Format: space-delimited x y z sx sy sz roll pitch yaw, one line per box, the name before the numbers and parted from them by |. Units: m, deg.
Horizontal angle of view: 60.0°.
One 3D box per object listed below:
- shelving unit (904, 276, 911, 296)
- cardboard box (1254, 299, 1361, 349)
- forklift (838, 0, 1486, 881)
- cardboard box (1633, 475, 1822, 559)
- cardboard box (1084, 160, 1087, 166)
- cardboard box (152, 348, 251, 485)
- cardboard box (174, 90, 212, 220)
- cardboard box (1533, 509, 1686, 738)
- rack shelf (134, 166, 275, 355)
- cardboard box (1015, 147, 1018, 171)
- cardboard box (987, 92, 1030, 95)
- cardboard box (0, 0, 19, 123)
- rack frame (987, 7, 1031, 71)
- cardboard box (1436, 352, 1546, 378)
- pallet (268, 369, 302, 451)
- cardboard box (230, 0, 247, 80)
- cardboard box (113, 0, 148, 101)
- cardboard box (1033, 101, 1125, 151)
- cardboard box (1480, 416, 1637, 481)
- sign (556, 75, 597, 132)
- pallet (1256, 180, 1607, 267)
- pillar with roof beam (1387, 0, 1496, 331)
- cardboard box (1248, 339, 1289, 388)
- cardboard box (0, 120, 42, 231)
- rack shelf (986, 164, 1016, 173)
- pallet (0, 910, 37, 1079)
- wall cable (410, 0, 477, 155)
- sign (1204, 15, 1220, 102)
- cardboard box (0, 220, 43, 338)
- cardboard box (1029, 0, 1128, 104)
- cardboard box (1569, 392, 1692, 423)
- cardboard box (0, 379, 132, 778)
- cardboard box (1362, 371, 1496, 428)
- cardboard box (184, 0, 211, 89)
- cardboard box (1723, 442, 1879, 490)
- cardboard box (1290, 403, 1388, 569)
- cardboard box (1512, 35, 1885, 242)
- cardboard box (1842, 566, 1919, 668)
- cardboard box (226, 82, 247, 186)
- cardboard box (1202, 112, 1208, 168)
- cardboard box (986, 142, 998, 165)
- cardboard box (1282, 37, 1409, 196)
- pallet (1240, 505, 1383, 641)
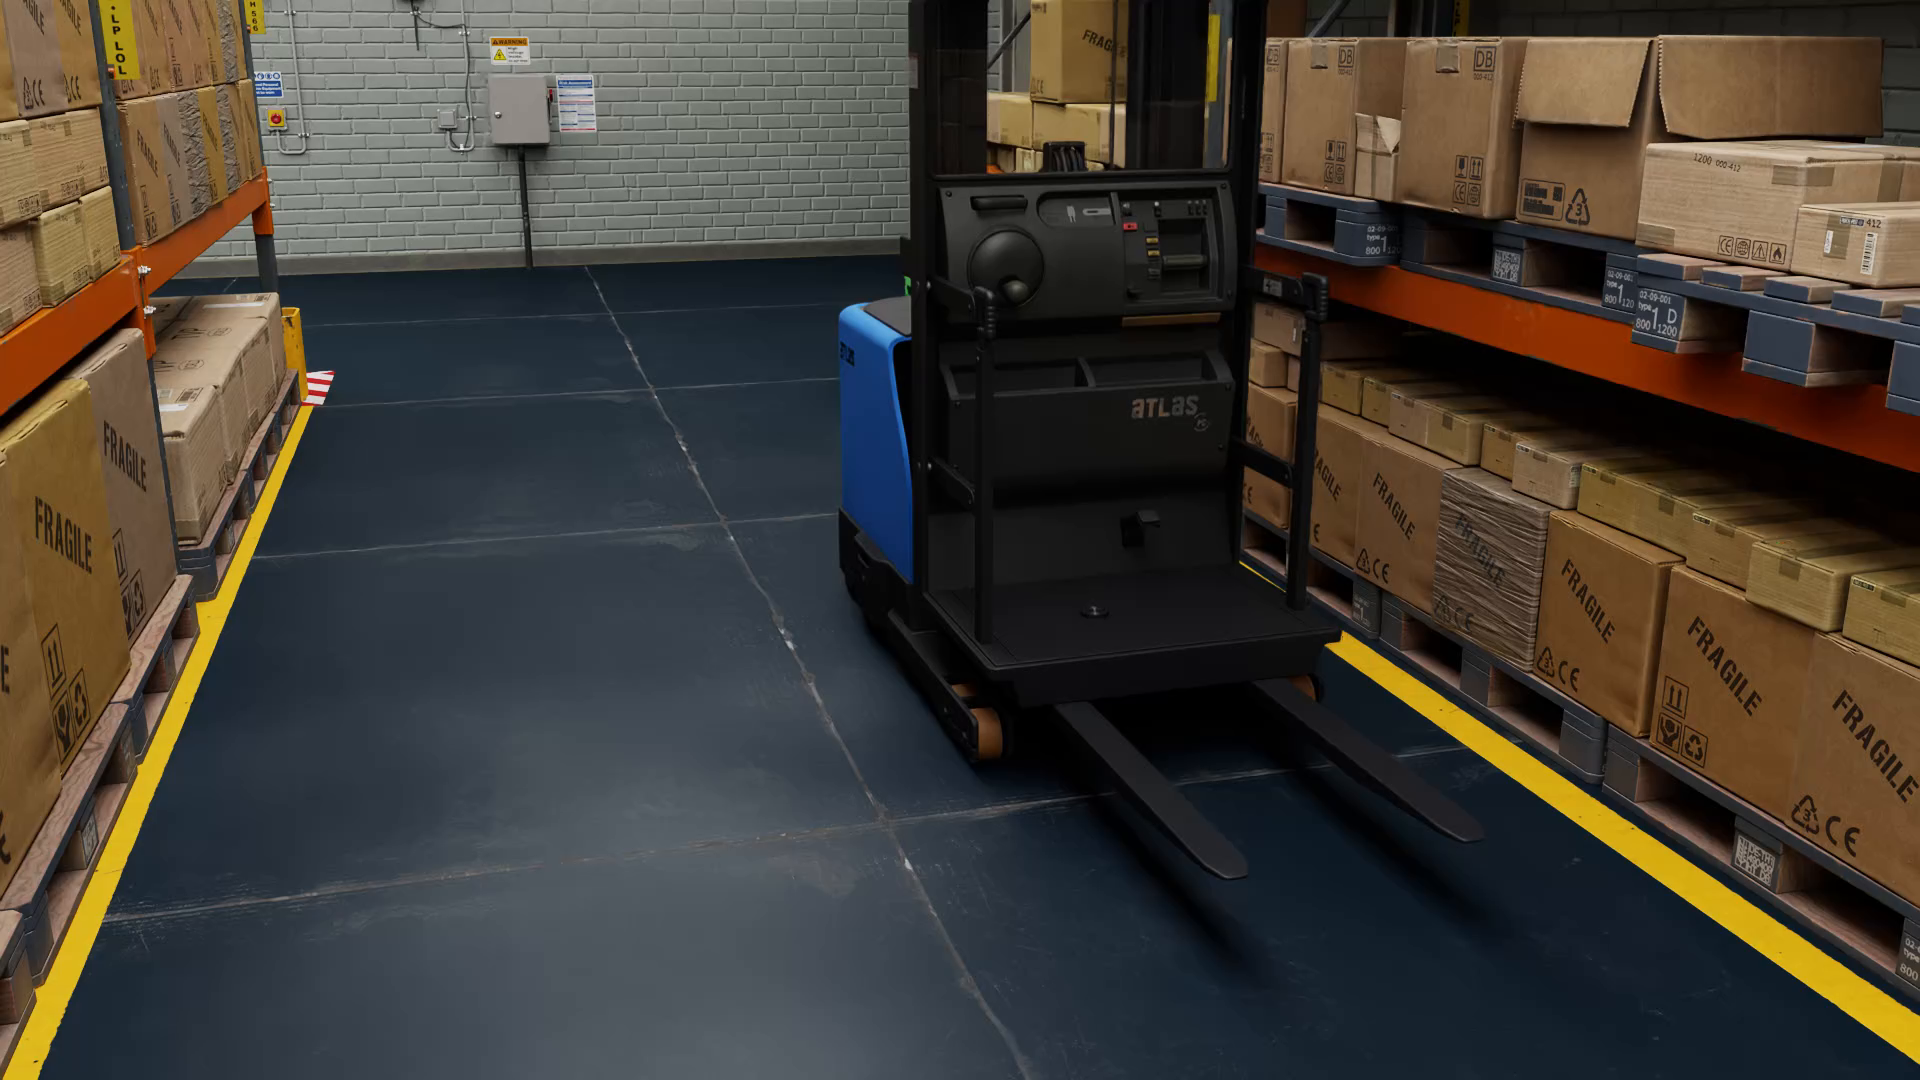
shelving unit | -0.046 -0.620 6.932 0.258 1.200 0.503 -5 17 -15
cardboard box | 1.387 -0.853 6.548 0.380 0.149 0.250 -5 17 -16
forklift | 0.460 -0.884 4.802 1.130 2.935 3.031 -5 17 -16
cardboard box | 2.043 -0.062 4.433 0.380 0.149 0.250 -4 17 -14
cardboard box | 0.749 -1.888 8.458 0.380 0.149 0.250 -5 17 -15
cardboard box | -3.601 -0.522 7.199 0.875 0.438 0.875 -5 17 -17
cardboard box | -3.427 -1.594 6.870 0.500 0.500 0.500 -5 17 -15
cardboard box | 1.989 0.207 4.663 0.500 0.500 0.500 -4 17 -13
rack shelf | -3.835 -1.327 7.405 1.077 0.370 4.000 -5 17 -15
cardboard box | 0.522 -2.100 9.167 0.380 0.149 0.250 -4 17 -14
cardboard box | 0.253 -2.542 9.943 0.500 0.250 0.500 -5 17 -15
cardboard box | -2.651 -1.257 4.010 0.500 0.500 0.500 -4 17 -14
rack frame | 0.387 -2.618 10.453 1.000 3.000 0.127 -5 17 -15
cardboard box | 2.017 -0.608 6.250 0.380 0.149 0.250 -5 17 -15
pallet | -4.090 -0.674 8.829 1.003 0.211 1.213 -5 17 -15
cardboard box | -4.023 -2.637 8.604 0.500 0.500 0.500 -4 17 -13
cardboard box | -3.183 -1.796 5.804 0.500 0.500 0.500 -5 17 -15
cardboard box | 0.695 -2.122 8.548 0.500 0.250 0.500 -5 17 -17
cardboard box | 1.850 -0.277 5.148 0.380 0.149 0.250 -5 17 -15
sign | -3.479 -3.959 15.082 0.329 0.494 0.001 -5 17 -15
pallet | 1.601 -1.190 6.033 1.003 0.211 1.213 -5 17 -15
pillar with roof beam | -1.978 -4.308 5.652 9.100 9.000 0.400 -5 17 -15
cardboard box | 1.329 -0.706 6.575 0.380 0.149 0.250 -4 17 -13
cardboard box | -2.638 -0.902 4.134 0.500 0.250 0.500 -4 17 -14
rack shelf | 0.937 -1.720 8.715 1.077 0.370 4.000 -5 17 -15
pallet | -2.330 1.100 2.923 1.003 0.211 1.213 -5 17 -15
wall cable | -4.596 -4.384 14.567 0.588 1.984 0.122 -5 17 -15
sign | 0.967 -1.881 6.495 0.100 0.325 0.005 -5 17 -15
cardboard box | -2.661 -0.660 4.196 0.500 0.250 0.500 -5 17 -17
cardboard box | 0.665 -2.486 8.454 0.500 0.500 0.500 -4 17 -14
cardboard box | 2.261 -0.392 5.532 0.380 0.149 0.250 -4 17 -14
cardboard box | -2.782 0.113 4.325 0.875 0.875 0.875 -4 17 -14
cardboard box | 1.649 -0.490 5.858 0.380 0.149 0.250 -5 17 -16
cardboard box | -3.582 -2.218 7.210 0.500 0.500 0.500 -5 17 -16
cardboard box | 2.445 -0.177 4.816 0.380 0.149 0.250 -5 17 -16
cardboard box | 1.559 -0.217 6.076 0.500 0.500 0.500 -5 17 -16
cardboard box | 1.959 -1.092 4.465 0.797 0.503 0.637 -5 17 -17
cardboard box | 2.206 0.164 3.680 0.380 0.149 0.250 -6 18 -18
cardboard box | -3.874 -2.020 8.288 0.500 0.500 0.500 -5 17 -16
cardboard box | 1.112 -1.704 7.153 0.500 0.250 0.500 -4 17 -14
cardboard box | 0.328 -2.318 9.892 0.380 0.149 0.250 -4 17 -14
cardboard box | 1.546 -1.466 5.714 0.700 0.500 0.500 -5 17 -15
pallet | 1.746 0.046 6.432 1.003 0.211 1.213 -5 17 -15
